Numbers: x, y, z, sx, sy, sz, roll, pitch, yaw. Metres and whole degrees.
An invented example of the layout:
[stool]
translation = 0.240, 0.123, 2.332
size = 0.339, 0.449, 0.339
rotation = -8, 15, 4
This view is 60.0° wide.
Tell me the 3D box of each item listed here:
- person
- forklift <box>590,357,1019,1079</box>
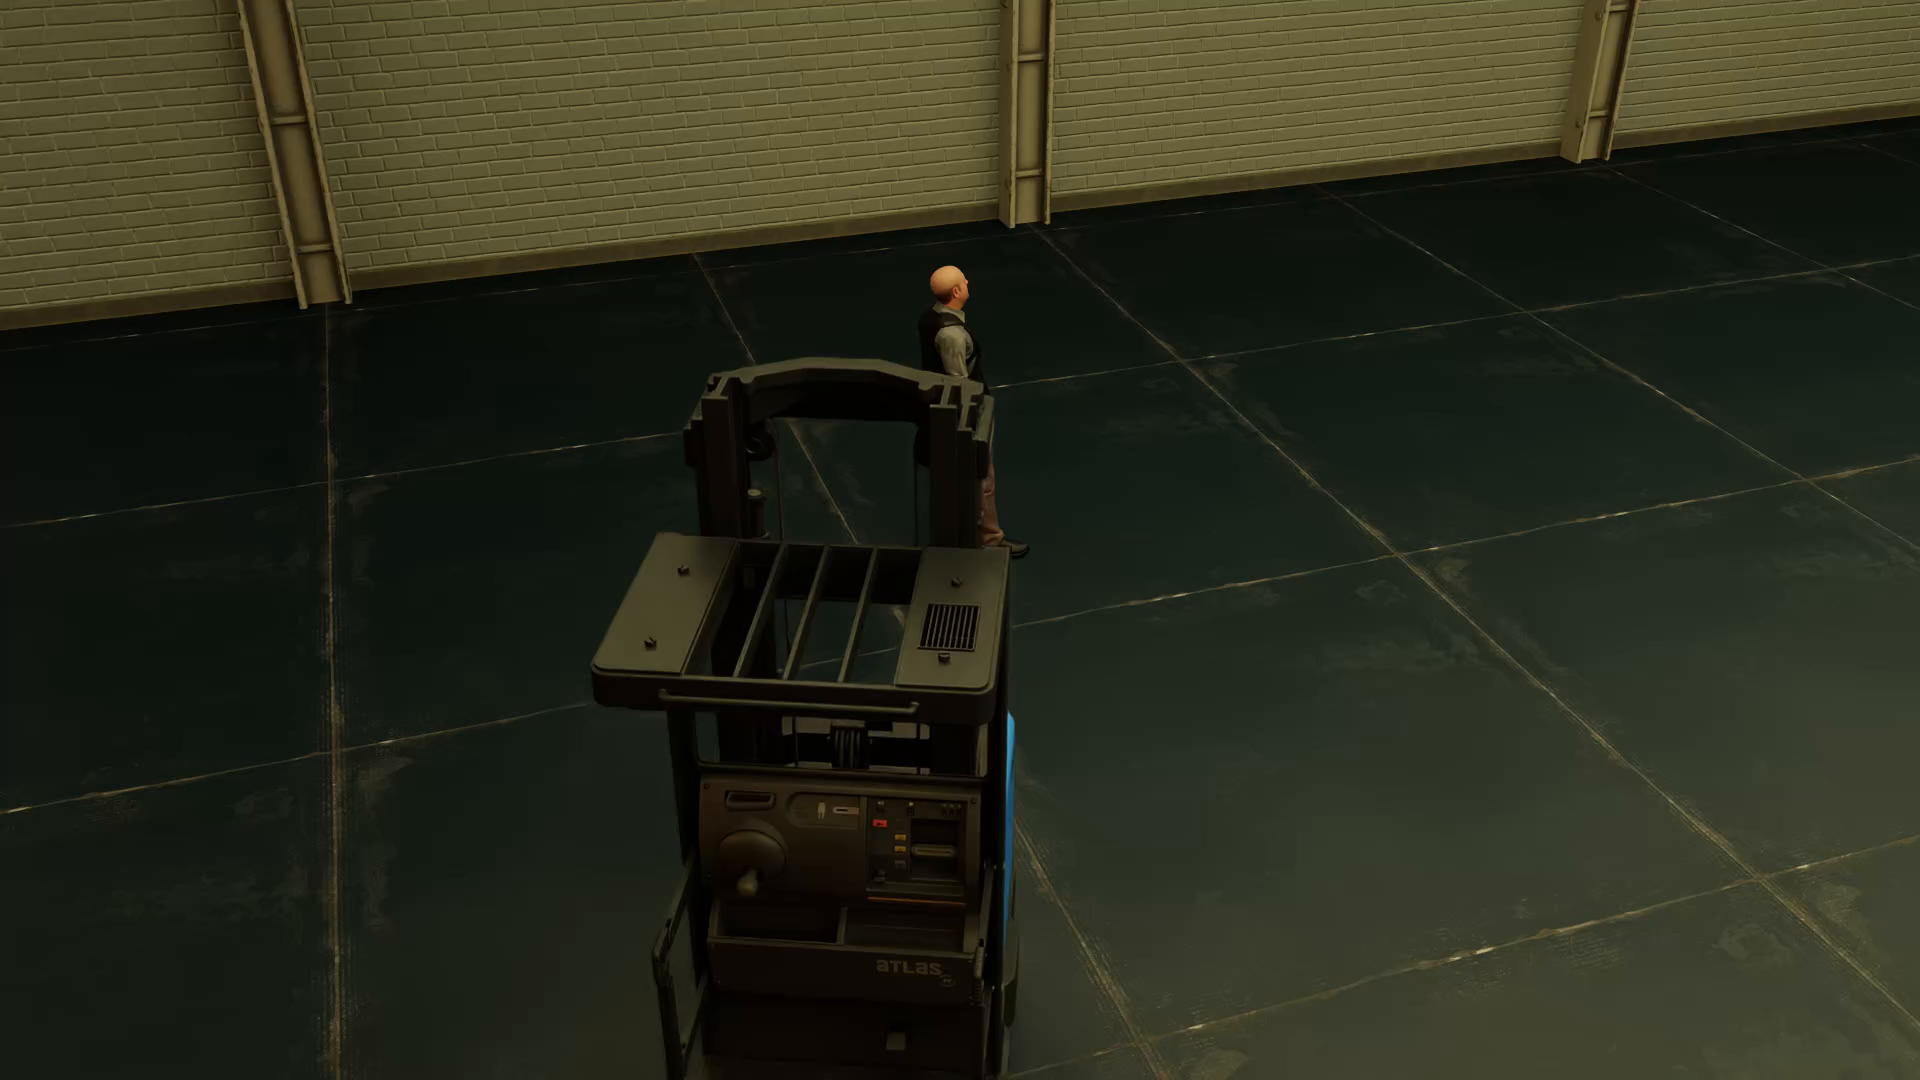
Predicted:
[person]
translation = 0.061, -0.758, 9.603
size = 0.568, 1.720, 0.632
rotation = -10, 31, -16
[forklift]
translation = -0.414, 1.038, 5.283
size = 1.130, 2.935, 3.031
rotation = 3, 30, 4
